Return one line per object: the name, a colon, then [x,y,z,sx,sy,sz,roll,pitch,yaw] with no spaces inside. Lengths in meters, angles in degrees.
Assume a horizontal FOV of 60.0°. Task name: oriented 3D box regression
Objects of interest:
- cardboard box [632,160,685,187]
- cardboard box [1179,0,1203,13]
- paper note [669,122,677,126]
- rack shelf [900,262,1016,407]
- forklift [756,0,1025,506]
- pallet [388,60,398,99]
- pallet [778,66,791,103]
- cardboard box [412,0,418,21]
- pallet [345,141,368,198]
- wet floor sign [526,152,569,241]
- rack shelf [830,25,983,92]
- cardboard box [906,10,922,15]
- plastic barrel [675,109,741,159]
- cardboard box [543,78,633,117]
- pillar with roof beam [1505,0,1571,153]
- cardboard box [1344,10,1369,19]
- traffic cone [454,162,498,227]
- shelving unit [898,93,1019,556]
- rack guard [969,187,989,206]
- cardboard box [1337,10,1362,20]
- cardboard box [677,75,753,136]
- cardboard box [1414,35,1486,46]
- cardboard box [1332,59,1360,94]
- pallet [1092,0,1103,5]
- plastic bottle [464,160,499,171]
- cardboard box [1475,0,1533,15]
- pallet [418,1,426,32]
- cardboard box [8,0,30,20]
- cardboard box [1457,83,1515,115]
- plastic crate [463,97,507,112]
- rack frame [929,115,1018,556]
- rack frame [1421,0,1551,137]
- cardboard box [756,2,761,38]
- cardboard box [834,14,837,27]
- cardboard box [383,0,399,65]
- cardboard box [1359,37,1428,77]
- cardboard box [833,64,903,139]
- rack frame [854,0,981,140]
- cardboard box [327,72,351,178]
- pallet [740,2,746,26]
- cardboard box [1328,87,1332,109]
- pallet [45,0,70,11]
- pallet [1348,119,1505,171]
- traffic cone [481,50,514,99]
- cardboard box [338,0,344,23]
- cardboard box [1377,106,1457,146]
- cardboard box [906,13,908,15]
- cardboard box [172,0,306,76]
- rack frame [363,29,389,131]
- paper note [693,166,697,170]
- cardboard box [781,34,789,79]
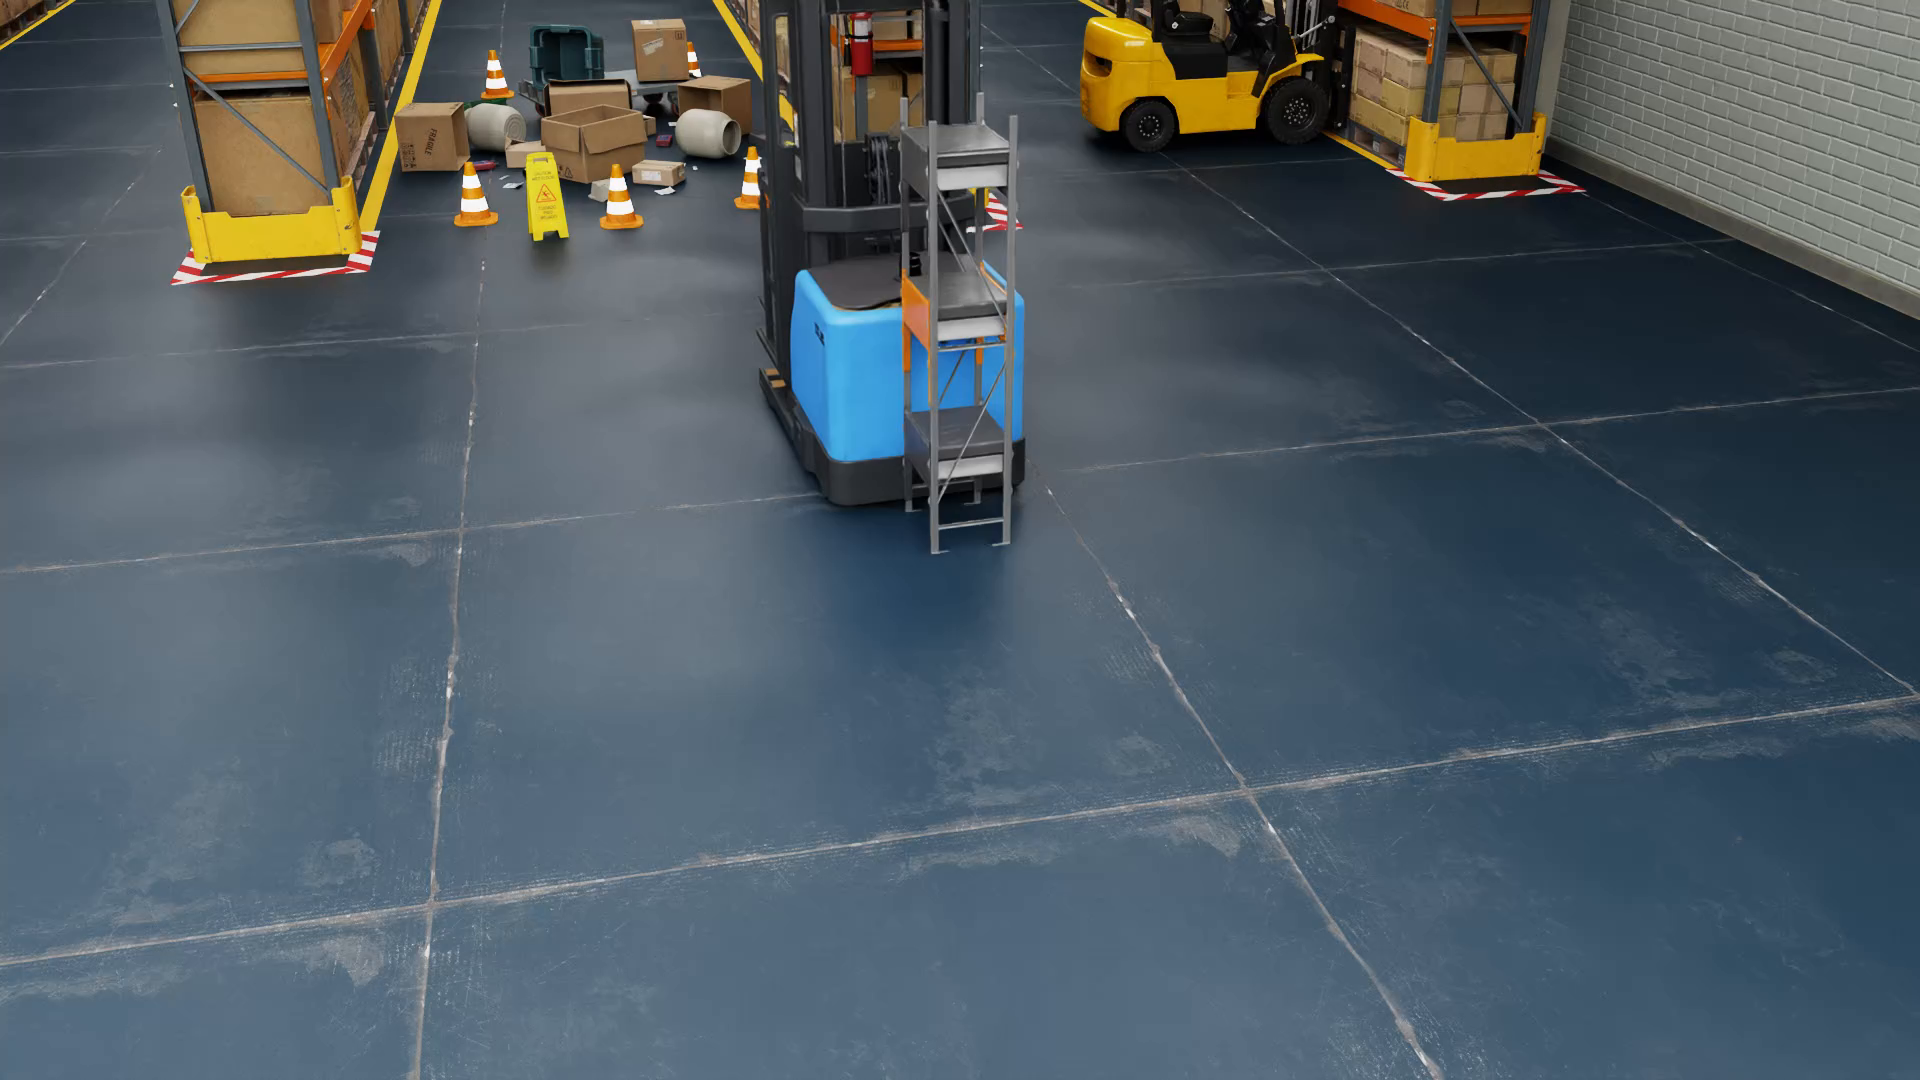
cardboard box: [-2.603,-3.170,14.366,0.380,0.149,0.250,8,28,15]
cardboard box: [3.127,-6.361,19.694,0.875,0.625,0.625,-7,28,-14]
paper note: [-2.784,-4.098,16.335,0.148,0.019,0.142,-6,27,-12]
rack shelf: [-0.015,-0.983,7.895,0.431,0.518,0.480,-8,28,-15]
forklift: [-0.570,-2.128,9.213,1.130,2.935,3.031,-8,28,-15]
pallet: [-6.567,-4.905,17.733,1.003,0.211,1.213,-6,27,-12]
pallet: [-1.418,-4.926,17.775,1.003,0.211,1.213,-6,27,-12]
cardboard box: [-6.970,-6.666,20.437,0.500,0.500,0.500,-6,27,-11]
pallet: [-5.667,-3.159,14.274,1.003,0.211,1.213,-6,27,-12]
wet floor sign: [-3.204,-2.663,12.811,0.267,0.644,0.232,-11,29,-20]
rack shelf: [-0.790,-4.630,14.892,1.077,0.370,4.000,-6,27,-12]
cardboard box: [-0.176,-4.487,13.369,0.500,0.500,0.500,-6,27,-12]
plastic barrel: [-2.280,-3.676,15.063,0.512,0.421,0.421,13,30,24]
cardboard box: [-3.421,-3.943,15.353,0.797,0.637,0.503,-6,27,-12]
pillar with roof beam: [1.023,-7.217,12.562,9.100,9.000,0.400,-6,27,-12]
cardboard box: [4.123,-5.100,16.502,0.500,0.250,0.500,-6,27,-11]
traffic cone: [-3.876,-2.771,13.226,0.336,0.463,0.334,-6,27,-12]
shelving unit: [-0.015,-0.995,7.889,0.431,2.100,0.503,-8,28,-15]
rack guard: [-0.357,-2.990,13.620,1.175,0.500,0.348,-6,27,-12]
cardboard box: [3.626,-5.054,16.410,0.500,0.250,0.500,-5,27,-10]
cardboard box: [-2.325,-4.106,15.827,0.500,0.500,0.500,13,30,24]
cardboard box: [4.456,-4.434,15.182,0.500,0.250,0.500,-6,27,-12]
cardboard box: [3.842,-4.390,15.649,0.500,0.250,0.500,-7,28,-13]
pallet: [2.290,-7.712,23.295,1.003,0.211,1.213,-6,27,-12]
plastic bottle: [-4.248,-3.324,14.768,0.283,0.061,0.133,-16,31,-29]
cardboard box: [4.655,-4.869,14.457,0.500,0.500,0.500,-5,27,-10]
pallet: [-7.388,-6.671,21.232,1.003,0.211,1.213,-6,27,-12]
cardboard box: [-12.333,-6.903,20.489,1.225,0.875,0.875,-7,28,-13]
cardboard box: [4.592,-3.989,14.856,0.500,0.250,0.500,-5,27,-11]
plastic crate: [-4.725,-4.109,16.119,0.450,0.188,0.662,-2,25,20]
rack frame: [0.055,-0.889,7.680,0.400,2.100,0.015,-8,28,-15]
rack frame: [4.496,-4.579,13.993,1.000,3.000,0.127,-6,27,-12]
cardboard box: [-1.851,-6.027,19.313,0.950,0.372,0.625,-6,27,-13]
cardboard box: [-0.834,-4.318,13.755,0.380,0.149,0.250,-6,27,-12]
cardboard box: [-6.692,-5.561,17.970,1.050,0.750,0.750,-6,27,-11]
cardboard box: [3.967,-4.379,15.073,0.500,0.250,0.500,-5,27,-11]
cardboard box: [-0.774,-3.693,13.991,0.500,0.500,0.500,-6,27,-11]
rack frame: [-0.339,-4.073,12.991,1.000,3.000,0.127,-6,27,-12]
cardboard box: [-5.557,-3.442,13.632,0.875,0.875,0.875,-6,27,-12]
pallet: [-2.247,-6.694,21.278,1.003,0.211,1.213,-6,27,-12]
cardboard box: [3.736,-4.378,16.181,0.500,0.250,0.500,-5,27,-10]
pallet: [-12.794,-7.432,22.740,1.003,0.211,1.213,-6,27,-12]
pallet: [4.283,-3.665,15.278,1.003,0.211,1.213,-6,27,-12]
traffic cone: [-4.872,-4.892,17.428,0.336,0.463,0.334,-6,27,-12]
cardboard box: [-5.576,-4.478,13.626,0.875,0.550,0.500,-6,27,-12]
cardboard box: [4.082,-3.713,14.863,0.500,0.250,0.500,-6,27,-11]
cardboard box: [-0.285,-4.240,13.601,0.380,0.149,0.250,-6,27,-11]
cardboard box: [-5.267,-3.751,12.187,0.875,0.550,0.550,-6,27,-12]
rack frame: [-6.041,-5.282,15.386,1.000,3.000,0.127,-6,27,-12]
paper note: [-2.359,-3.314,14.805,0.032,0.001,0.123,-6,27,-12]
cardboard box: [-1.361,-5.073,17.423,0.950,0.372,0.625,-6,27,-11]
